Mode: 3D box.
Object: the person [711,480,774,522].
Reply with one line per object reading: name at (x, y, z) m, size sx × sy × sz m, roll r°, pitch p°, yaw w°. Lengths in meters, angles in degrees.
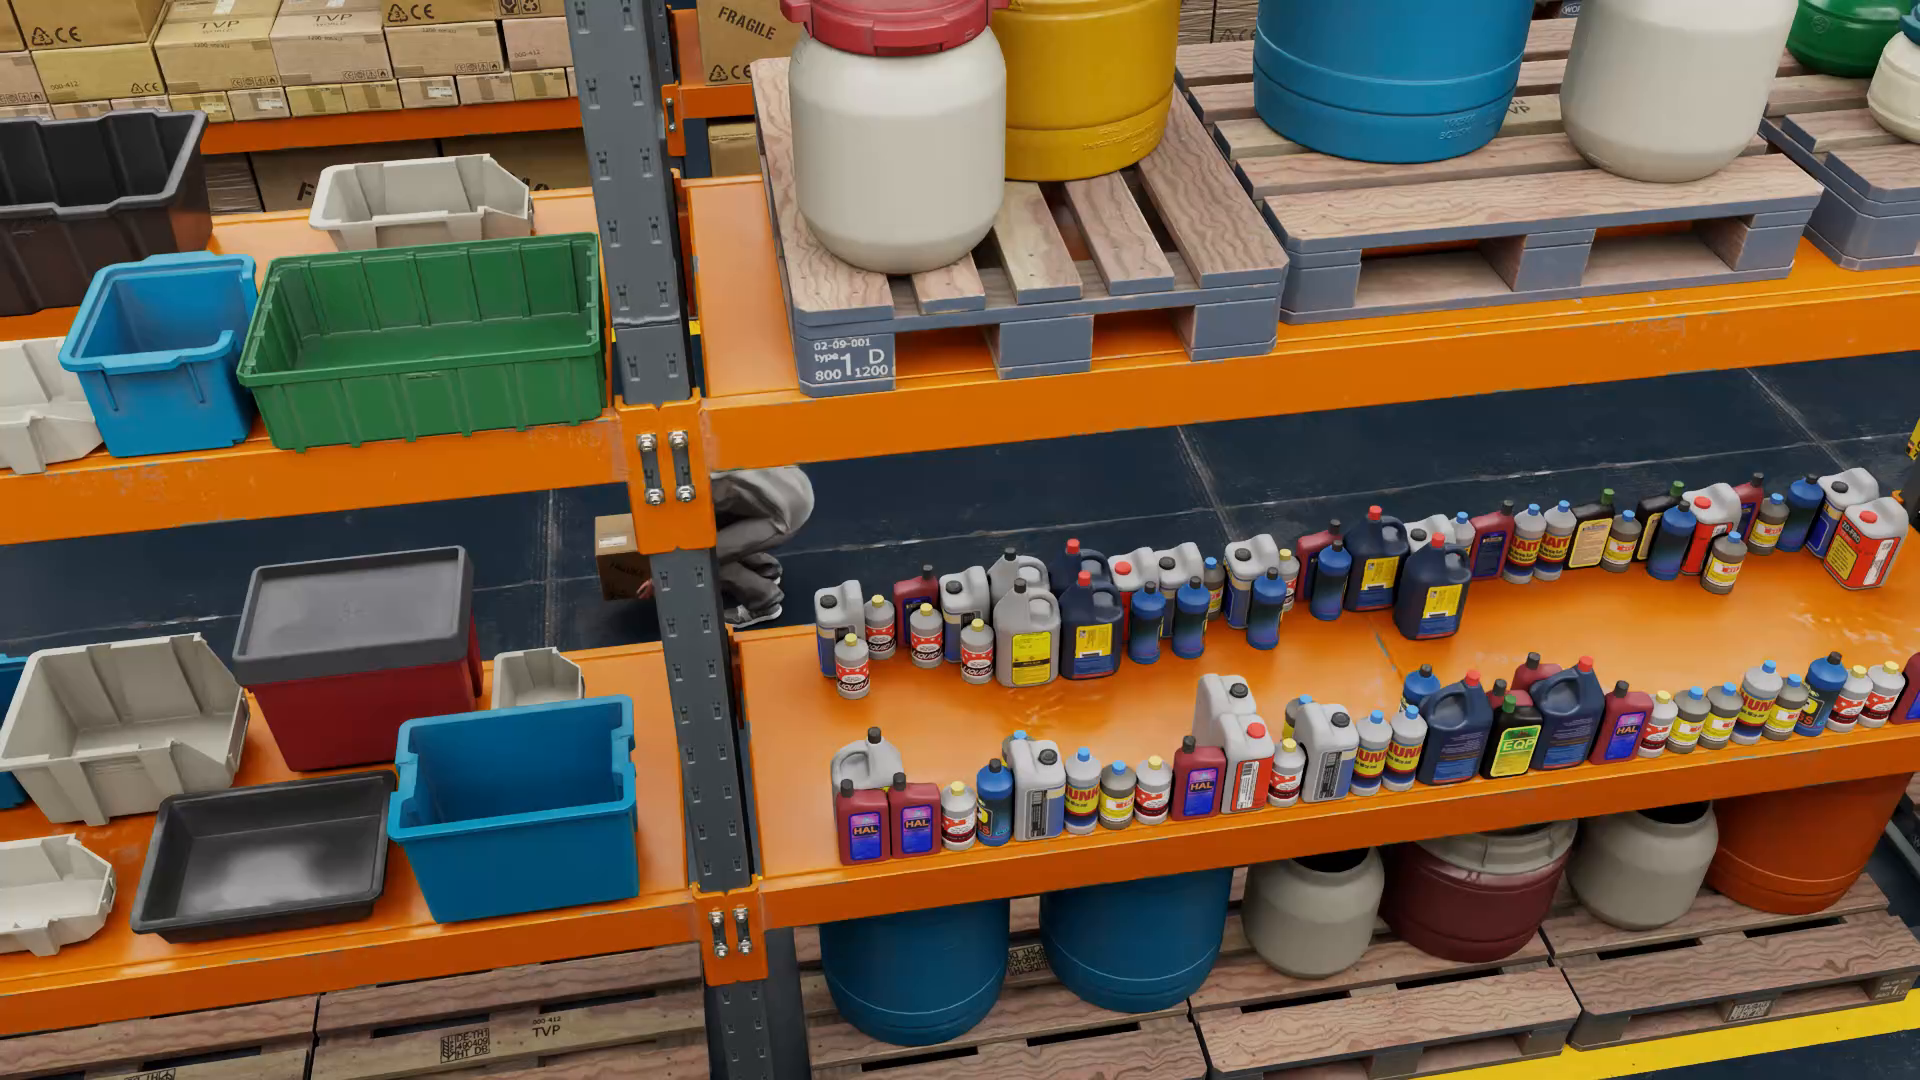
person at (-0.918, -0.202, 6.667) m, size 0.644 × 0.463 × 0.434 m, roll -6°, pitch 40°, yaw -8°
